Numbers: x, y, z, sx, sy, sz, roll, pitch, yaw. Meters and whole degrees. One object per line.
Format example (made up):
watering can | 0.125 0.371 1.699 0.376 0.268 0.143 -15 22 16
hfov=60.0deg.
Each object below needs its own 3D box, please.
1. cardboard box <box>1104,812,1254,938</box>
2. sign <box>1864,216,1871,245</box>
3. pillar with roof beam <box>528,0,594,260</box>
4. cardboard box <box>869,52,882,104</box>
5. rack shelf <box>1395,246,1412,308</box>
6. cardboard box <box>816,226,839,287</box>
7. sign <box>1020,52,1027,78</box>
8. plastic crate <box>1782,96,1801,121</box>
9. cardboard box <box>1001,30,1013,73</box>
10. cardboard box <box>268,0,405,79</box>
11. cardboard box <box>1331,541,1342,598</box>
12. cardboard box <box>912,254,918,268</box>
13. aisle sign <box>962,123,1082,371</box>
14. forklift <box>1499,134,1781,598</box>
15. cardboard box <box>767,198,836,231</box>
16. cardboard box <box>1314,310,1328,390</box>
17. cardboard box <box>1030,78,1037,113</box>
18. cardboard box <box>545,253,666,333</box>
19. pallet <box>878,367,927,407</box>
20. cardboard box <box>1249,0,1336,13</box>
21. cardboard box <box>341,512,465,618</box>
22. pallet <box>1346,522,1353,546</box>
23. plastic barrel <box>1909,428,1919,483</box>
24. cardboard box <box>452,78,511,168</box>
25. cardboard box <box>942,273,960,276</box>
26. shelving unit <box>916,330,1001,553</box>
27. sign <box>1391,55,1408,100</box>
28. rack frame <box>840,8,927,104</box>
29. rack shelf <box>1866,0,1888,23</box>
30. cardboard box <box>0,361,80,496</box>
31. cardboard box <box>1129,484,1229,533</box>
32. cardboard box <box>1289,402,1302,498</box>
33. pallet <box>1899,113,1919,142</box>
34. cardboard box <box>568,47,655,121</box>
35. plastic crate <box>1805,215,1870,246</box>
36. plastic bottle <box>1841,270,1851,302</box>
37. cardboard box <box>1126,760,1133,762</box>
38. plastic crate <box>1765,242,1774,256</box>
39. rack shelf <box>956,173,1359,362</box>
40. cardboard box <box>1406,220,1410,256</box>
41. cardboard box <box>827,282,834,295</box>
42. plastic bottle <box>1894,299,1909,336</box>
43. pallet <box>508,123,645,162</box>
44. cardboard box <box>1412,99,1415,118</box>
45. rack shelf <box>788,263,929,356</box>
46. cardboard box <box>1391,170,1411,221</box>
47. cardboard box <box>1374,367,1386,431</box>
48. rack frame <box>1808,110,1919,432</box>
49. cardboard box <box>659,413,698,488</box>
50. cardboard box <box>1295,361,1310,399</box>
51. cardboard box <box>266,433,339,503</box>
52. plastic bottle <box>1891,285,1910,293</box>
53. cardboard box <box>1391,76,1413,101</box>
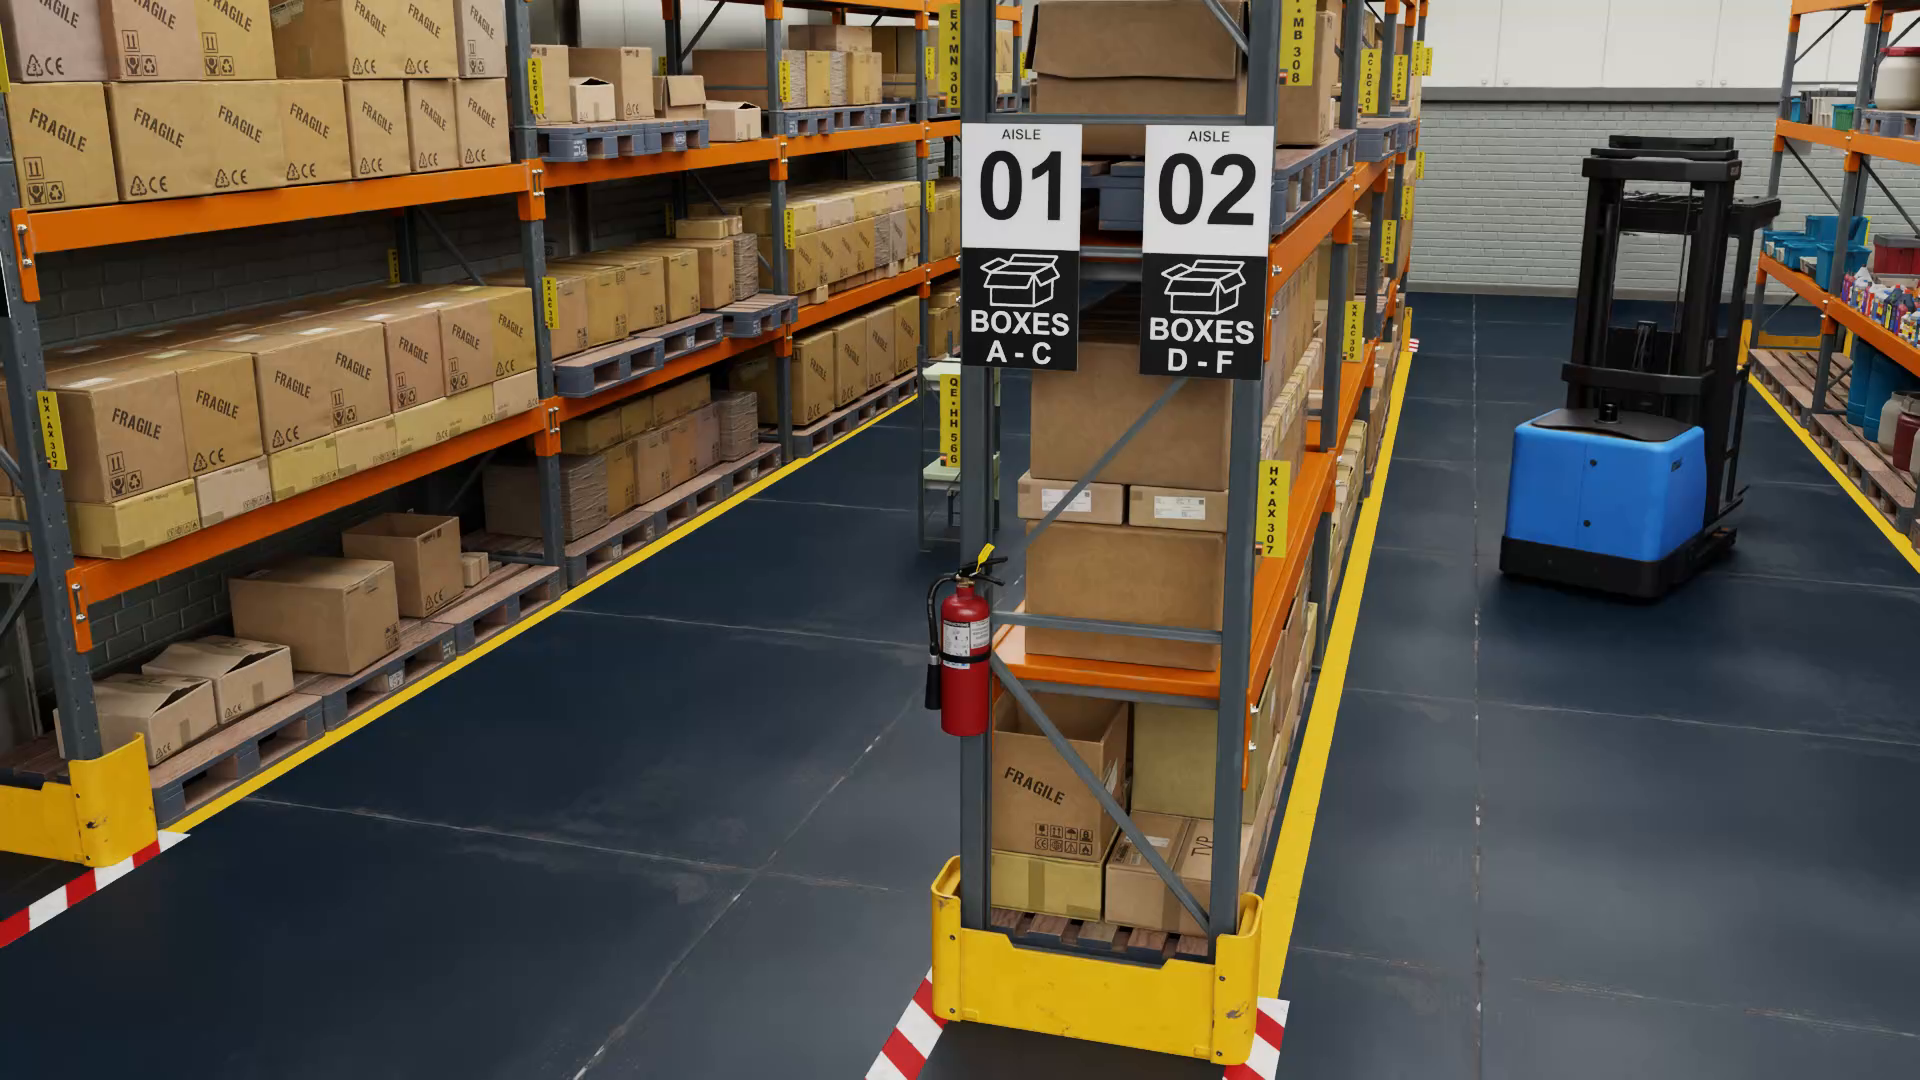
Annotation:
cardboard box | 0.862 1.305 6.499 0.500 0.250 0.500 5 16 16
sign | 10.323 -3.533 18.990 0.100 0.325 0.005 5 16 16
pillar with roof beam | 0.948 -4.448 11.519 9.100 9.000 0.400 5 16 16
cardboard box | -1.199 -4.696 16.902 0.700 0.500 0.500 4 16 13
rack shelf | 4.475 -3.009 18.759 1.077 0.370 4.000 5 16 16
cardboard box | -1.439 -2.613 15.279 0.500 0.500 0.500 5 17 18
sign | 0.809 -6.047 21.176 0.100 0.325 0.005 5 16 16
plastic crate | 9.415 -4.794 18.477 0.497 0.269 0.590 5 16 16
cardboard box | 0.346 -6.031 20.545 0.500 0.500 0.500 5 16 16
cardboard box | -3.284 -2.670 8.696 0.500 0.500 0.500 4 16 14
cardboard box | 2.132 0.162 10.530 0.500 0.250 0.500 5 17 17
cardboard box | -0.669 -2.993 17.809 0.380 0.149 0.250 5 17 16
aisle sign | 0.196 -0.949 5.412 0.394 0.787 0.004 5 16 16
forklift | 4.994 -1.370 11.787 1.130 2.935 3.031 12 20 37
cardboard box | -1.452 -2.969 15.162 0.500 0.250 0.500 4 16 15
cardboard box | 2.159 -1.255 11.075 0.500 0.500 0.500 5 16 16
cardboard box | 0.571 -1.654 6.416 0.500 0.250 0.500 5 16 16
cardboard box | -2.617 -1.833 12.304 0.700 0.500 0.500 7 17 24
pallet | -0.991 -1.666 17.815 1.003 0.211 1.213 5 16 16
cardboard box | 1.846 -2.831 9.447 0.500 0.500 0.500 5 17 17
cardboard box | -3.374 0.144 10.101 0.500 0.500 0.500 3 16 12
pallet | 2.499 -0.231 12.758 1.003 0.211 1.213 5 16 16
plastic barrel | 7.715 -0.689 13.052 0.421 0.512 0.421 0 16 0
cardboard box | -3.025 -2.471 9.826 0.500 0.500 0.500 5 17 17
cardboard box | -0.110 -3.298 21.081 0.380 0.149 0.250 5 16 16
shelving unit | -0.002 -0.720 12.119 0.431 1.500 0.755 5 16 16
sign | 3.300 -3.470 12.477 0.100 0.325 0.005 5 16 16
rack frame | -0.844 -6.101 17.348 1.000 3.000 0.127 5 16 16
rack shelf | 8.086 -4.271 12.948 1.077 0.370 4.000 5 16 16
cardboard box | -4.324 -0.513 7.507 0.500 0.500 0.500 4 16 15
cardboard box | 0.814 -0.138 5.948 0.380 0.149 0.250 5 16 15
cardboard box | 1.369 -0.532 8.524 0.700 0.500 0.500 4 16 15
pallet | 8.206 -3.289 13.278 1.003 0.211 1.213 5 16 16
cardboard box | -2.535 -3.275 11.928 0.500 0.500 0.500 4 16 14
plastic crate | 9.875 -3.437 18.775 0.616 0.435 0.499 5 16 16
plastic bottle | 8.141 -2.328 15.253 0.061 0.283 0.133 5 16 16
cardboard box | 0.636 1.003 7.567 0.500 0.250 0.500 5 16 16
plastic crate | 9.235 -3.279 18.765 0.250 0.136 0.298 5 16 16
rack shelf | 1.065 -1.312 7.281 1.077 0.370 4.000 5 16 16
cardboard box | 4.886 -3.522 19.066 0.500 0.500 0.500 5 17 16
cardboard box | -1.410 -2.398 15.709 0.380 0.149 0.250 5 17 17
plastic bottle | 7.549 -1.782 13.329 0.061 0.283 0.133 5 16 16
pallet | -2.840 -2.628 10.944 1.213 0.211 1.003 5 16 16
cardboard box | 4.571 -4.572 17.729 0.500 0.250 0.500 5 16 16
rack shelf | -1.412 -2.346 16.420 1.077 0.370 4.000 5 16 16
cardboard box | 4.603 -3.732 17.974 0.500 0.500 0.500 4 16 14
cardboard box | 3.607 -1.296 15.178 0.500 0.500 0.500 4 16 14
rack frame | 8.655 -2.447 15.458 1.000 3.000 0.127 5 16 16
cardboard box | -2.507 -0.727 13.171 0.700 0.500 0.500 5 16 16
cardboard box | 1.543 -0.809 8.313 0.380 0.149 0.250 5 16 16
cardboard box | -3.527 -0.386 8.430 0.500 0.250 0.500 4 16 15
plastic bottle | 8.041 -2.041 14.257 0.152 0.276 0.135 5 16 16
cardboard box | 4.283 -4.551 16.740 0.500 0.250 0.500 5 16 16
